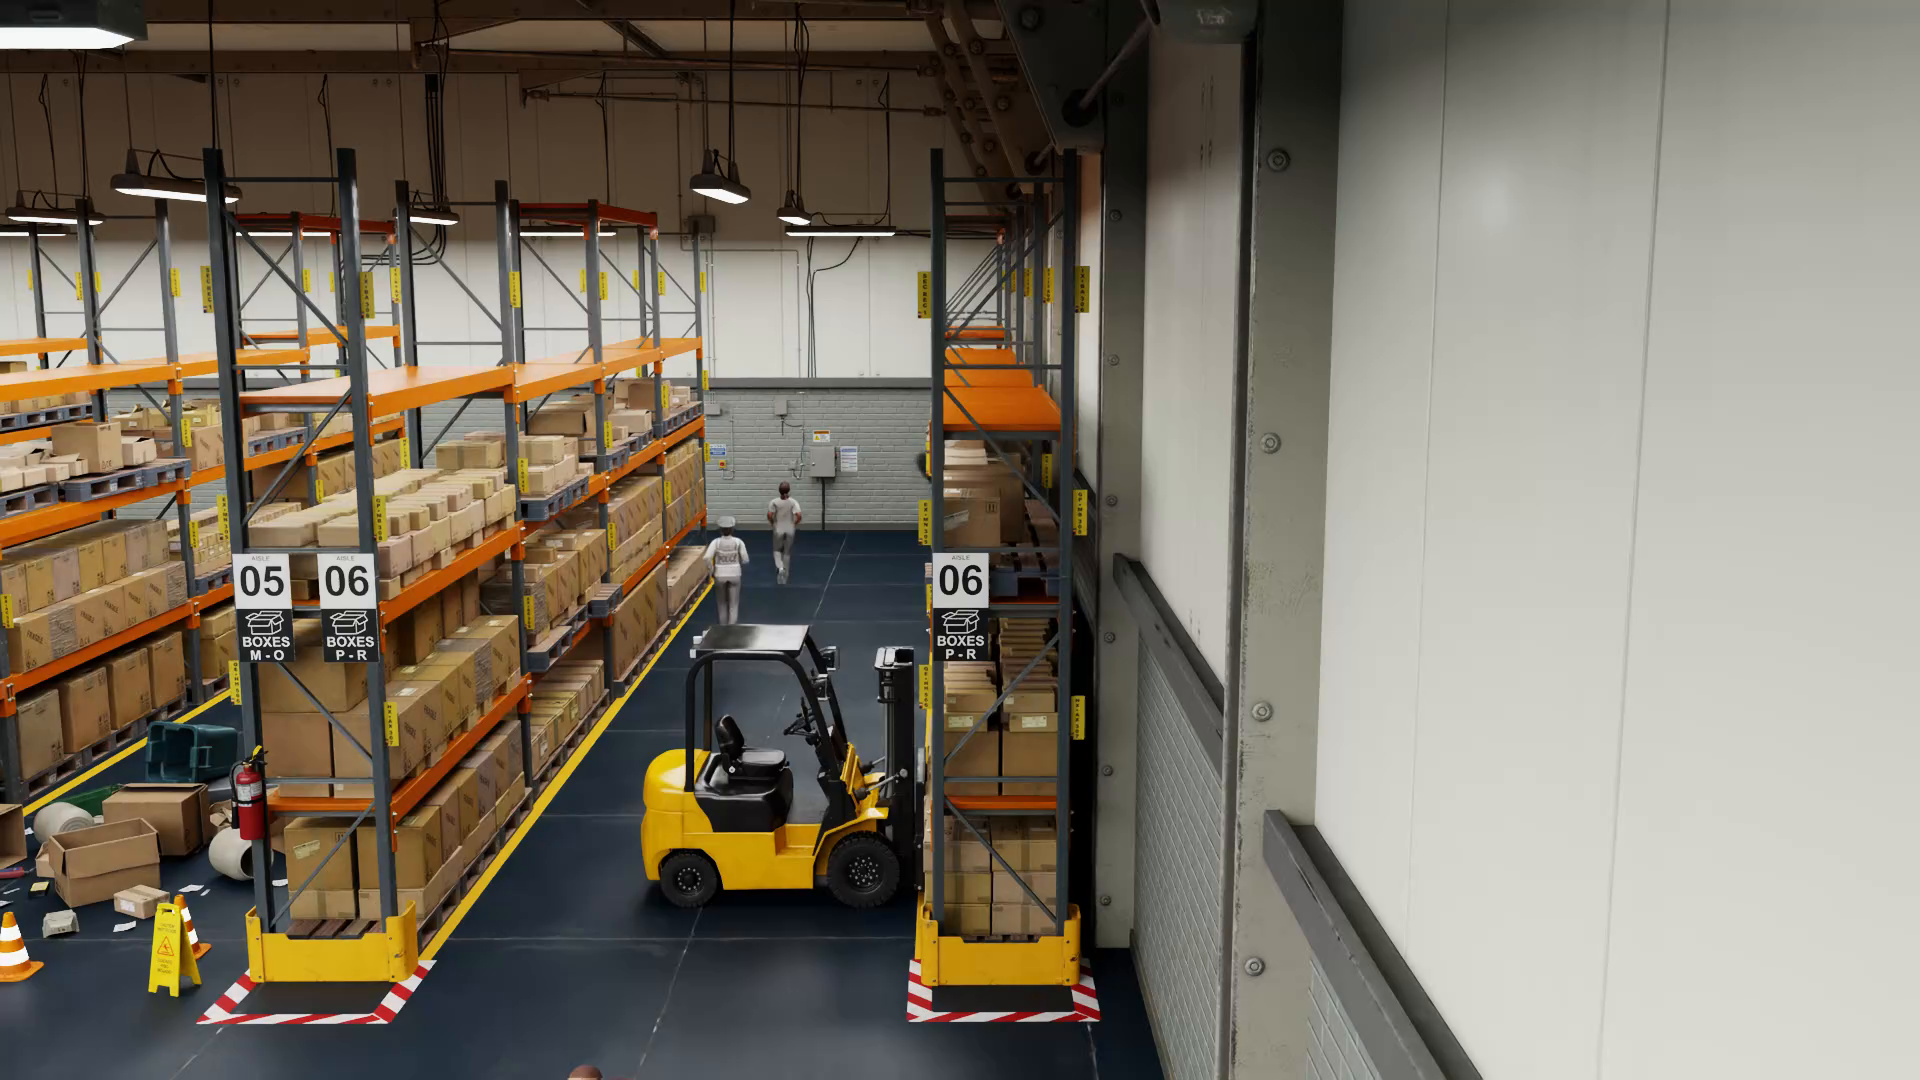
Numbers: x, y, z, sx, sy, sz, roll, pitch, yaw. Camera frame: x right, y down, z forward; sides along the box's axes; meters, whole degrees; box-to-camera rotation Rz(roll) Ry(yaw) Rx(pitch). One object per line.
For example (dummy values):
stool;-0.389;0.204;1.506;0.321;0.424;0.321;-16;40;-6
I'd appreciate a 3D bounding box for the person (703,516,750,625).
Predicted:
person;-3.057;0.560;21.824;0.596;1.770;0.691;-1;9;-6

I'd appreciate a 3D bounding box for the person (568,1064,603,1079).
person;-1.620;3.140;7.496;0.693;1.706;0.832;-1;9;-7

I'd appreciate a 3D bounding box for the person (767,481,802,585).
person;-2.769;-0.112;26.172;0.548;1.636;0.461;-2;9;-10
